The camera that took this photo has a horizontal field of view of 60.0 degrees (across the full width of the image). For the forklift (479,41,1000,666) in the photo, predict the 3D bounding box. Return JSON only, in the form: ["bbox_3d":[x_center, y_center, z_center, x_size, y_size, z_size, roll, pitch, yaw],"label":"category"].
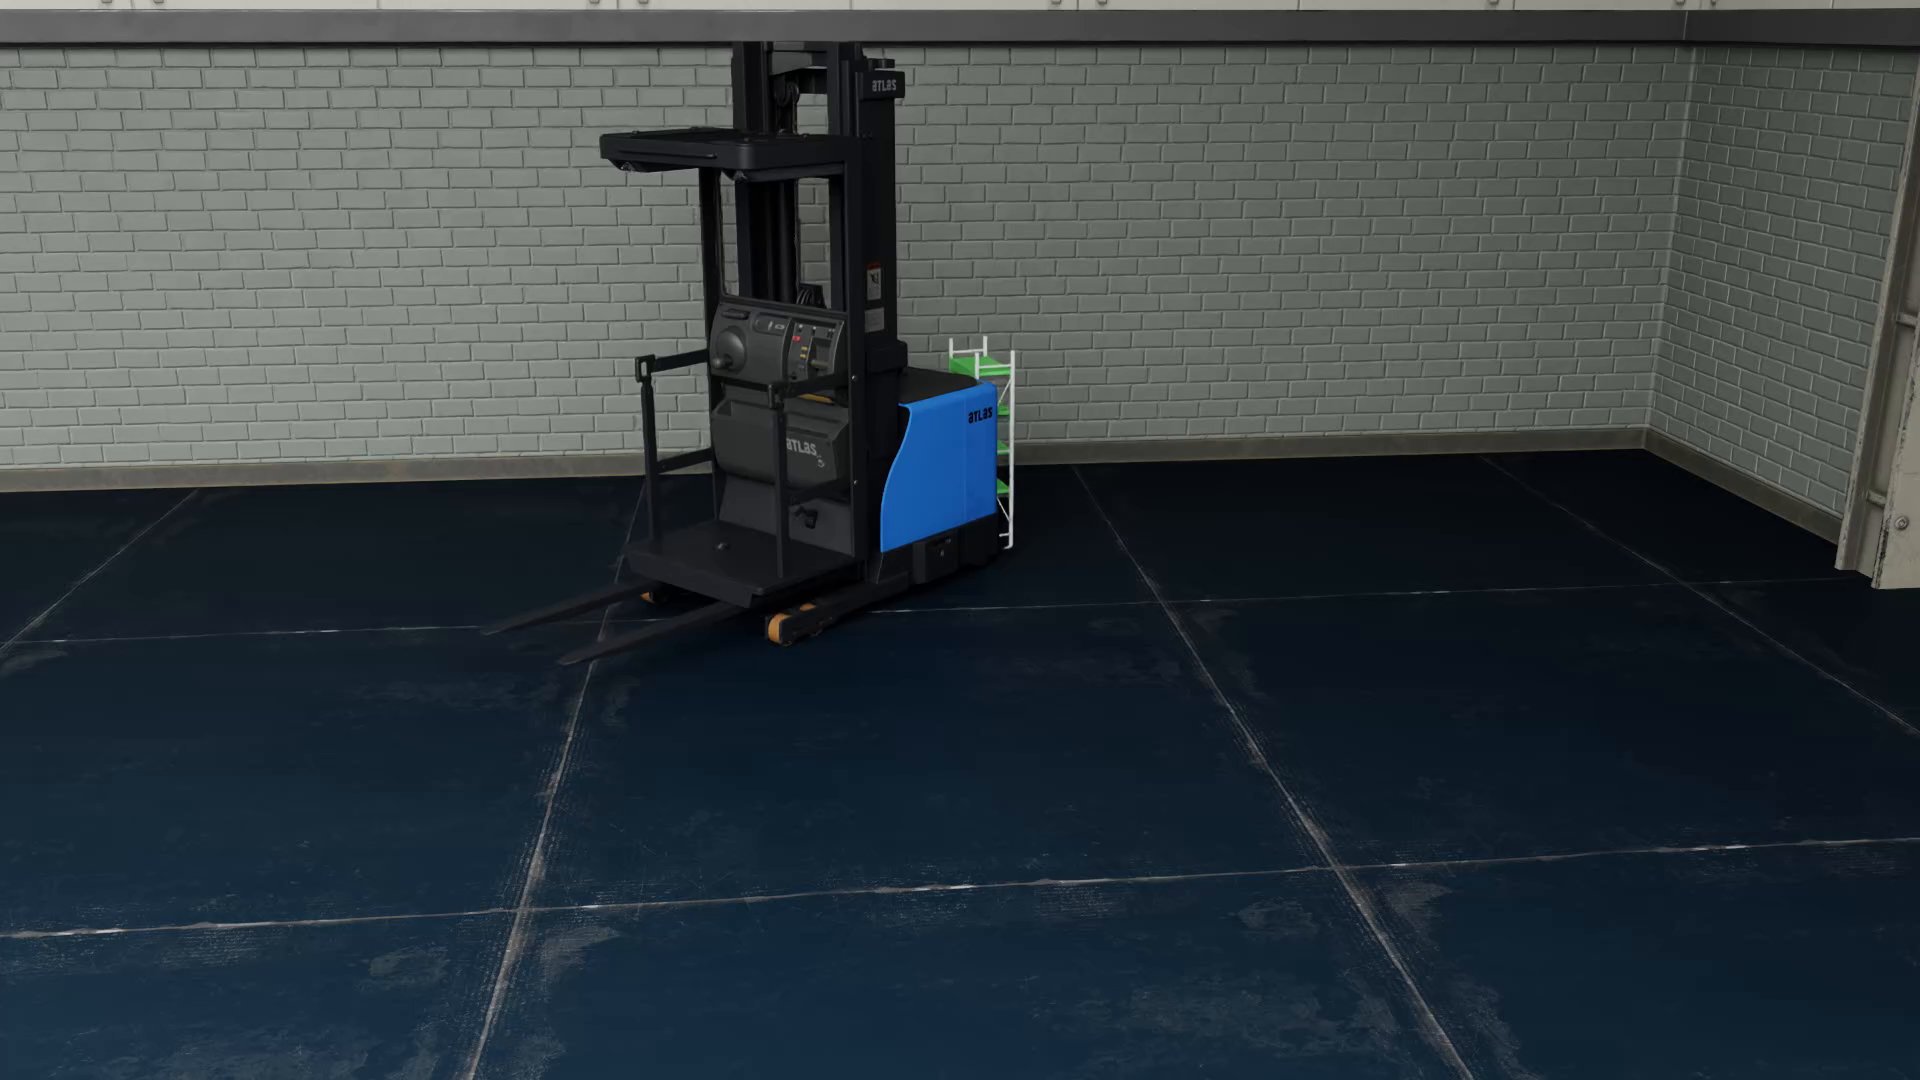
[{"bbox_3d":[-1.098,-1.027,8.555,1.130,2.935,3.031,14,22,38],"label":"forklift"}]

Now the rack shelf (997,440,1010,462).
[{"bbox_3d":[0.126,-0.528,10.068,0.258,0.148,0.480,-6,18,-17],"label":"rack shelf"}]

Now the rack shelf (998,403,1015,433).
[{"bbox_3d":[0.126,-0.757,9.996,0.258,0.148,0.480,-6,18,-17],"label":"rack shelf"}]

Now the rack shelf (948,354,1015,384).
[{"bbox_3d":[0.126,-0.986,9.924,0.258,0.148,0.480,-6,18,-17],"label":"rack shelf"}]

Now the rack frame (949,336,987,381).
[{"bbox_3d":[0.050,-0.658,10.270,0.240,1.200,0.015,-6,18,-17],"label":"rack frame"}]

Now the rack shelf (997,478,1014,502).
[{"bbox_3d":[0.126,-0.299,10.140,0.258,0.148,0.480,-6,18,-17],"label":"rack shelf"}]

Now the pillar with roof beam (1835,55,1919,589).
[{"bbox_3d":[0.979,-3.950,7.736,9.100,9.000,0.400,-2,18,-6],"label":"pillar with roof beam"}]

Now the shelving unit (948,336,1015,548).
[{"bbox_3d":[0.126,-0.589,10.049,0.258,1.200,0.503,-6,18,-17],"label":"shelving unit"}]

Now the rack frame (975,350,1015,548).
[{"bbox_3d":[0.202,-0.519,9.827,0.240,1.200,0.015,-6,18,-17],"label":"rack frame"}]
